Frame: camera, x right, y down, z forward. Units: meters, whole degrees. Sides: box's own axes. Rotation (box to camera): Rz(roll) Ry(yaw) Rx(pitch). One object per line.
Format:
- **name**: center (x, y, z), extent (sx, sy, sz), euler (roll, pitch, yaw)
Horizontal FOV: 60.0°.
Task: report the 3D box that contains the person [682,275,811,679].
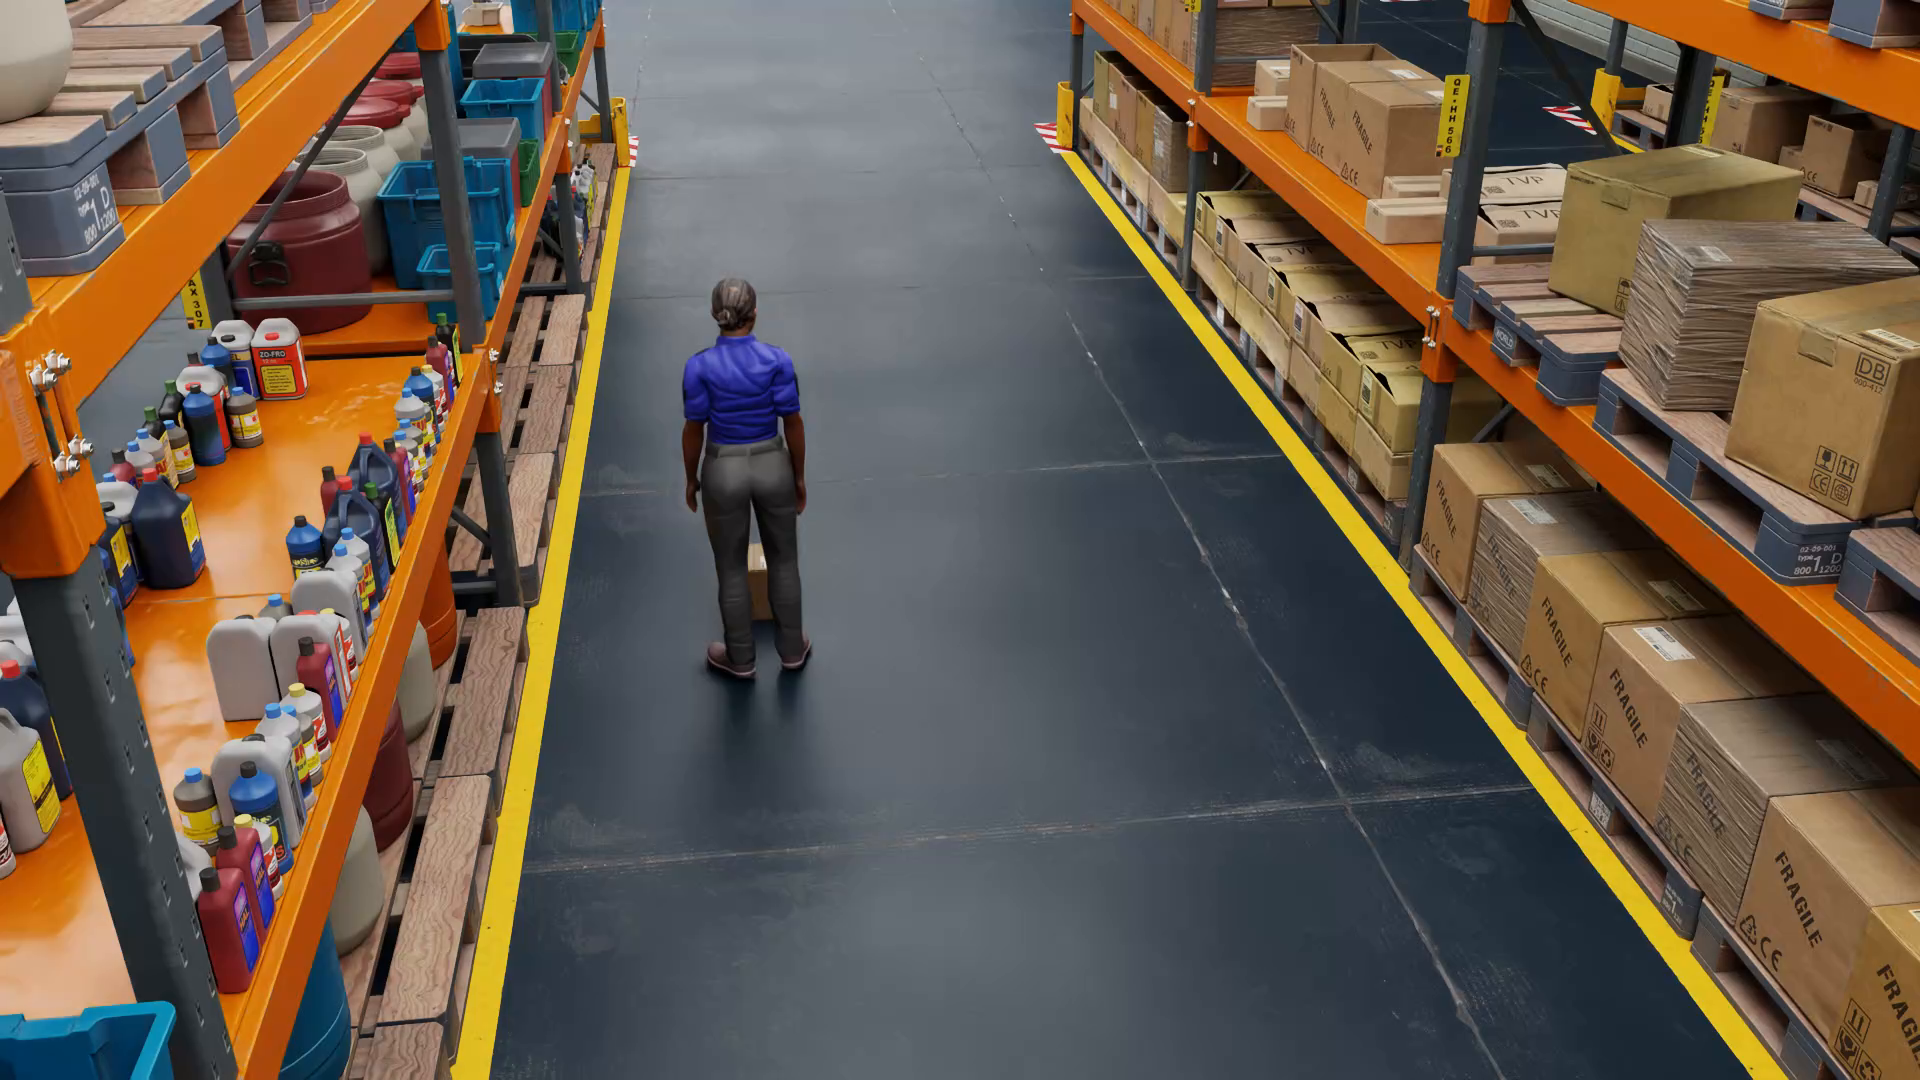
- **person**: center (-0.839, -0.225, 6.536), extent (0.470, 1.650, 0.322), euler (-7, 28, -14)
